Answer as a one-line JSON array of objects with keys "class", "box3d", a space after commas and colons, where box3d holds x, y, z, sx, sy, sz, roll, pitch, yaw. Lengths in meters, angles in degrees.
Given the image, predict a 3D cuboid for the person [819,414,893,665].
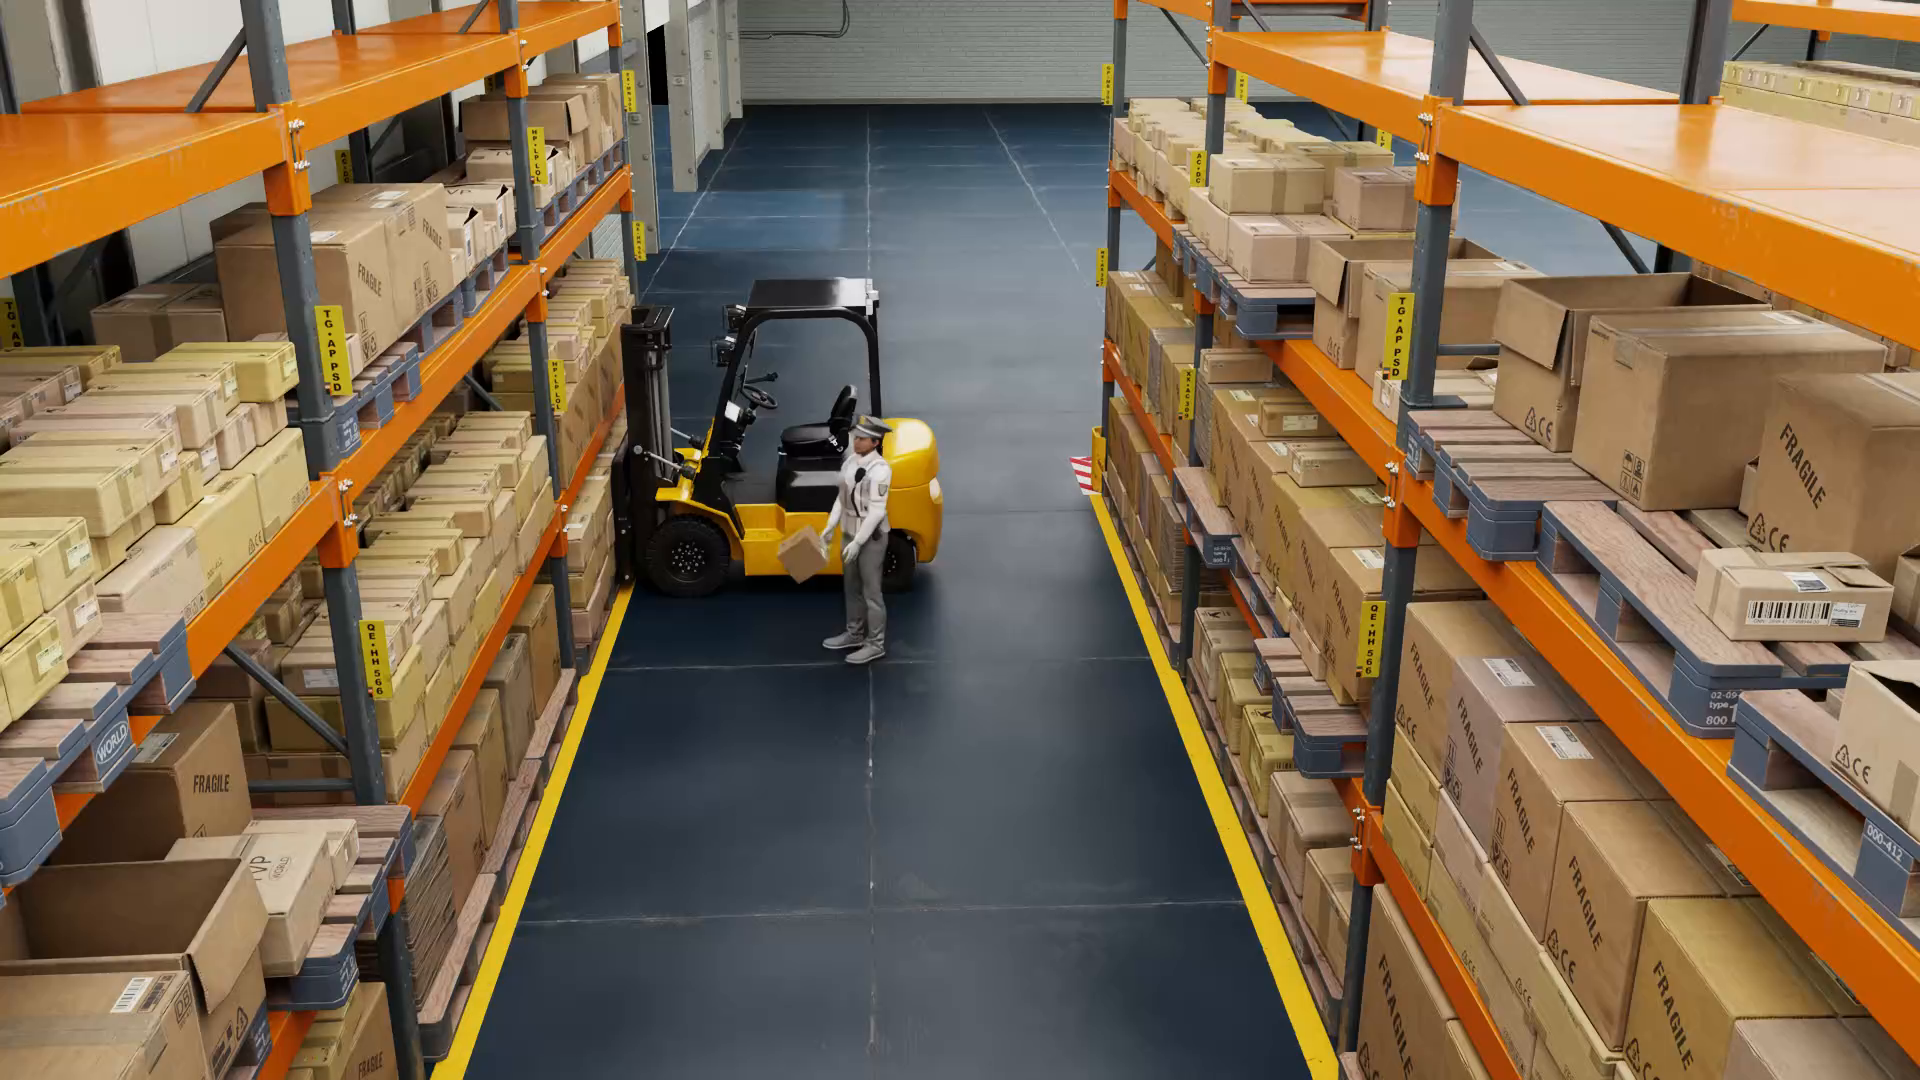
[{"class": "person", "box3d": [-0.666, -0.018, 11.044, 0.452, 1.702, 0.539, -12, 24, -29]}]
